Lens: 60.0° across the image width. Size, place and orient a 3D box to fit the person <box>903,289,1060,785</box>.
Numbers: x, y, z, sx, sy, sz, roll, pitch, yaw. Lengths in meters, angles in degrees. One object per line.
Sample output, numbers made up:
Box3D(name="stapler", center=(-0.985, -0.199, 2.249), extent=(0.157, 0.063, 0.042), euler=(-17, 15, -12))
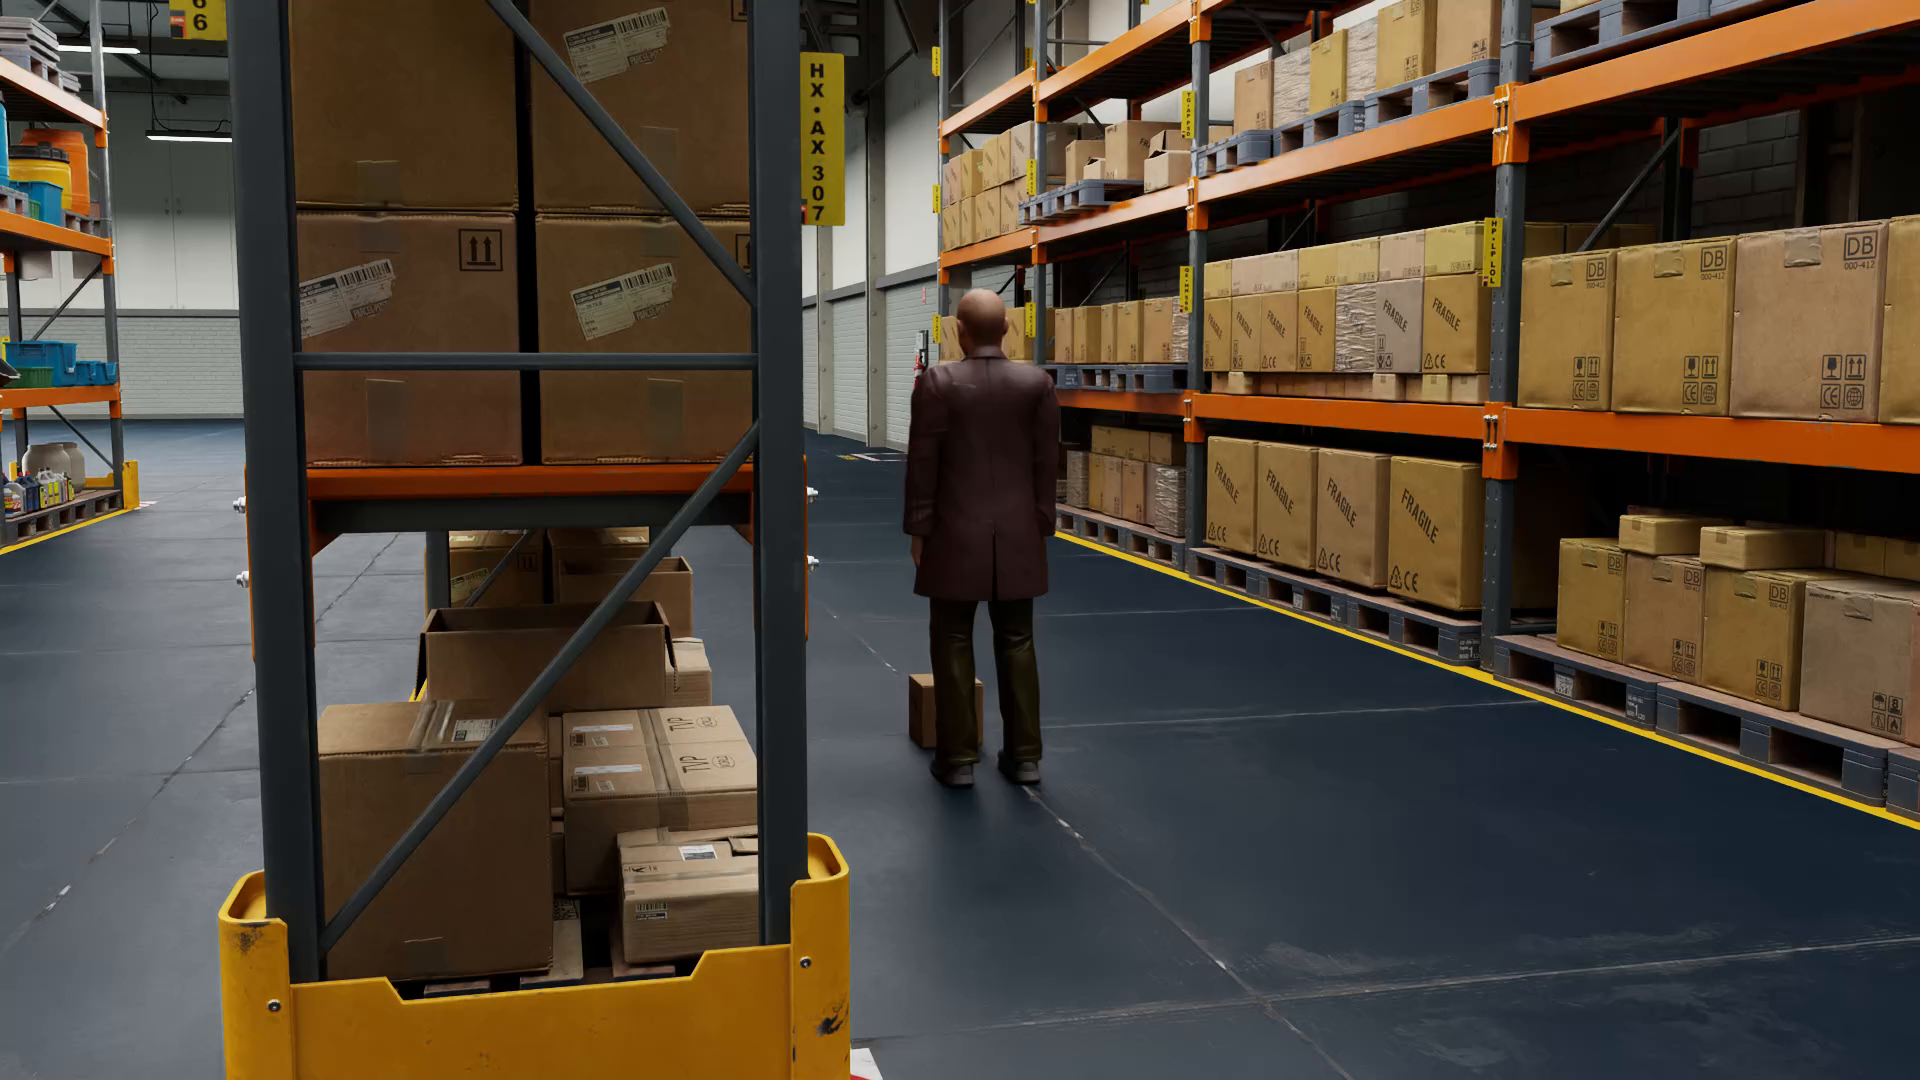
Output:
Box3D(name="person", center=(0.068, -0.013, 6.030), extent=(0.562, 1.774, 0.377), euler=(-1, 6, -13))
